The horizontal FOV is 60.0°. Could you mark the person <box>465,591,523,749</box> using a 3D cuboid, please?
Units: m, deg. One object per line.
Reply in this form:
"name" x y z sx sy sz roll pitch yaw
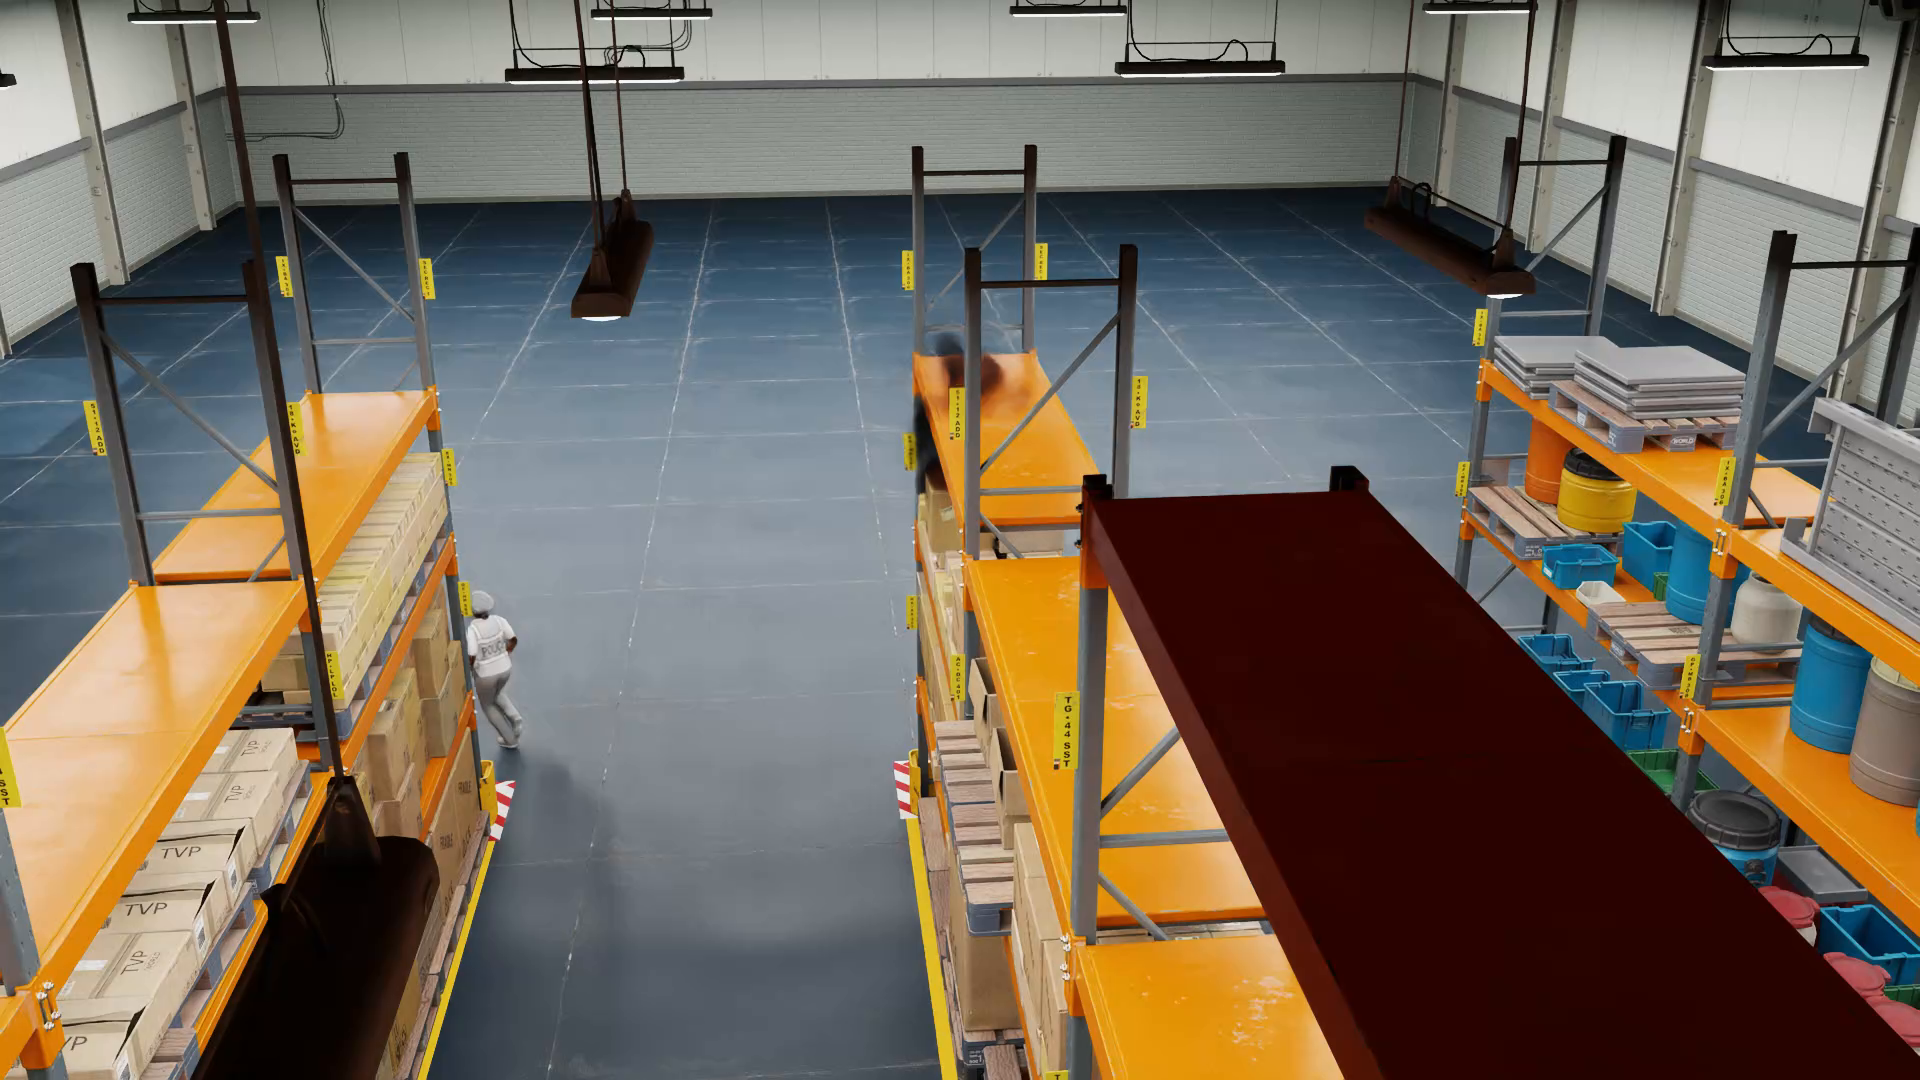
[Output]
"person" -4.594 1.270 16.237 0.539 1.634 0.541 17 27 36
